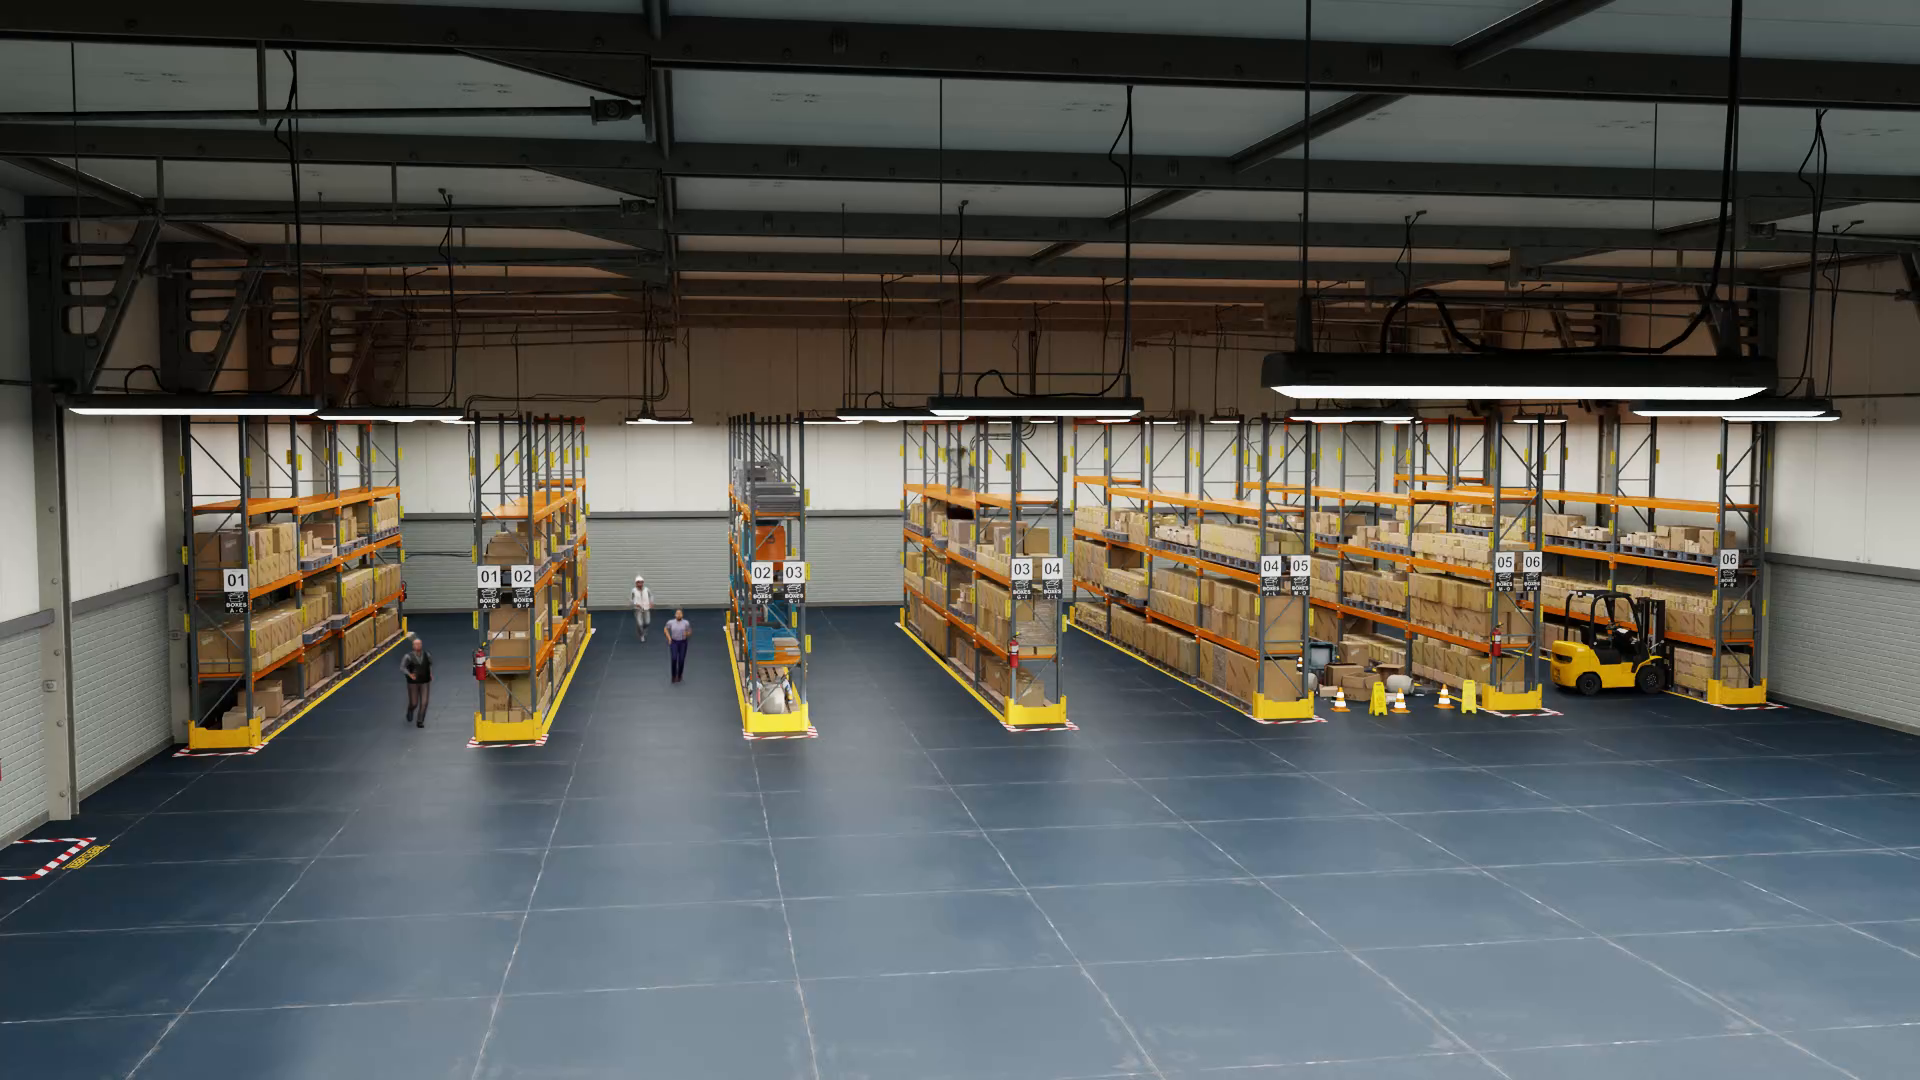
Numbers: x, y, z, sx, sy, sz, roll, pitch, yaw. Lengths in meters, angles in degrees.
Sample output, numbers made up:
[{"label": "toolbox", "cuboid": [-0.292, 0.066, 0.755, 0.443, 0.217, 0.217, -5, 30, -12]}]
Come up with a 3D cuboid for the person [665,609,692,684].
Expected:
[{"label": "person", "cuboid": [-6.299, 2.386, 37.254, 0.581, 1.693, 0.721, -1, 4, -17]}]

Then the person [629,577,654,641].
[{"label": "person", "cuboid": [-8.487, 1.848, 44.382, 0.690, 1.719, 0.533, -1, 4, -18]}]

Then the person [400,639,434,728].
[{"label": "person", "cuboid": [-10.334, 2.726, 31.708, 0.654, 1.681, 0.654, -3, 5, -34]}]
